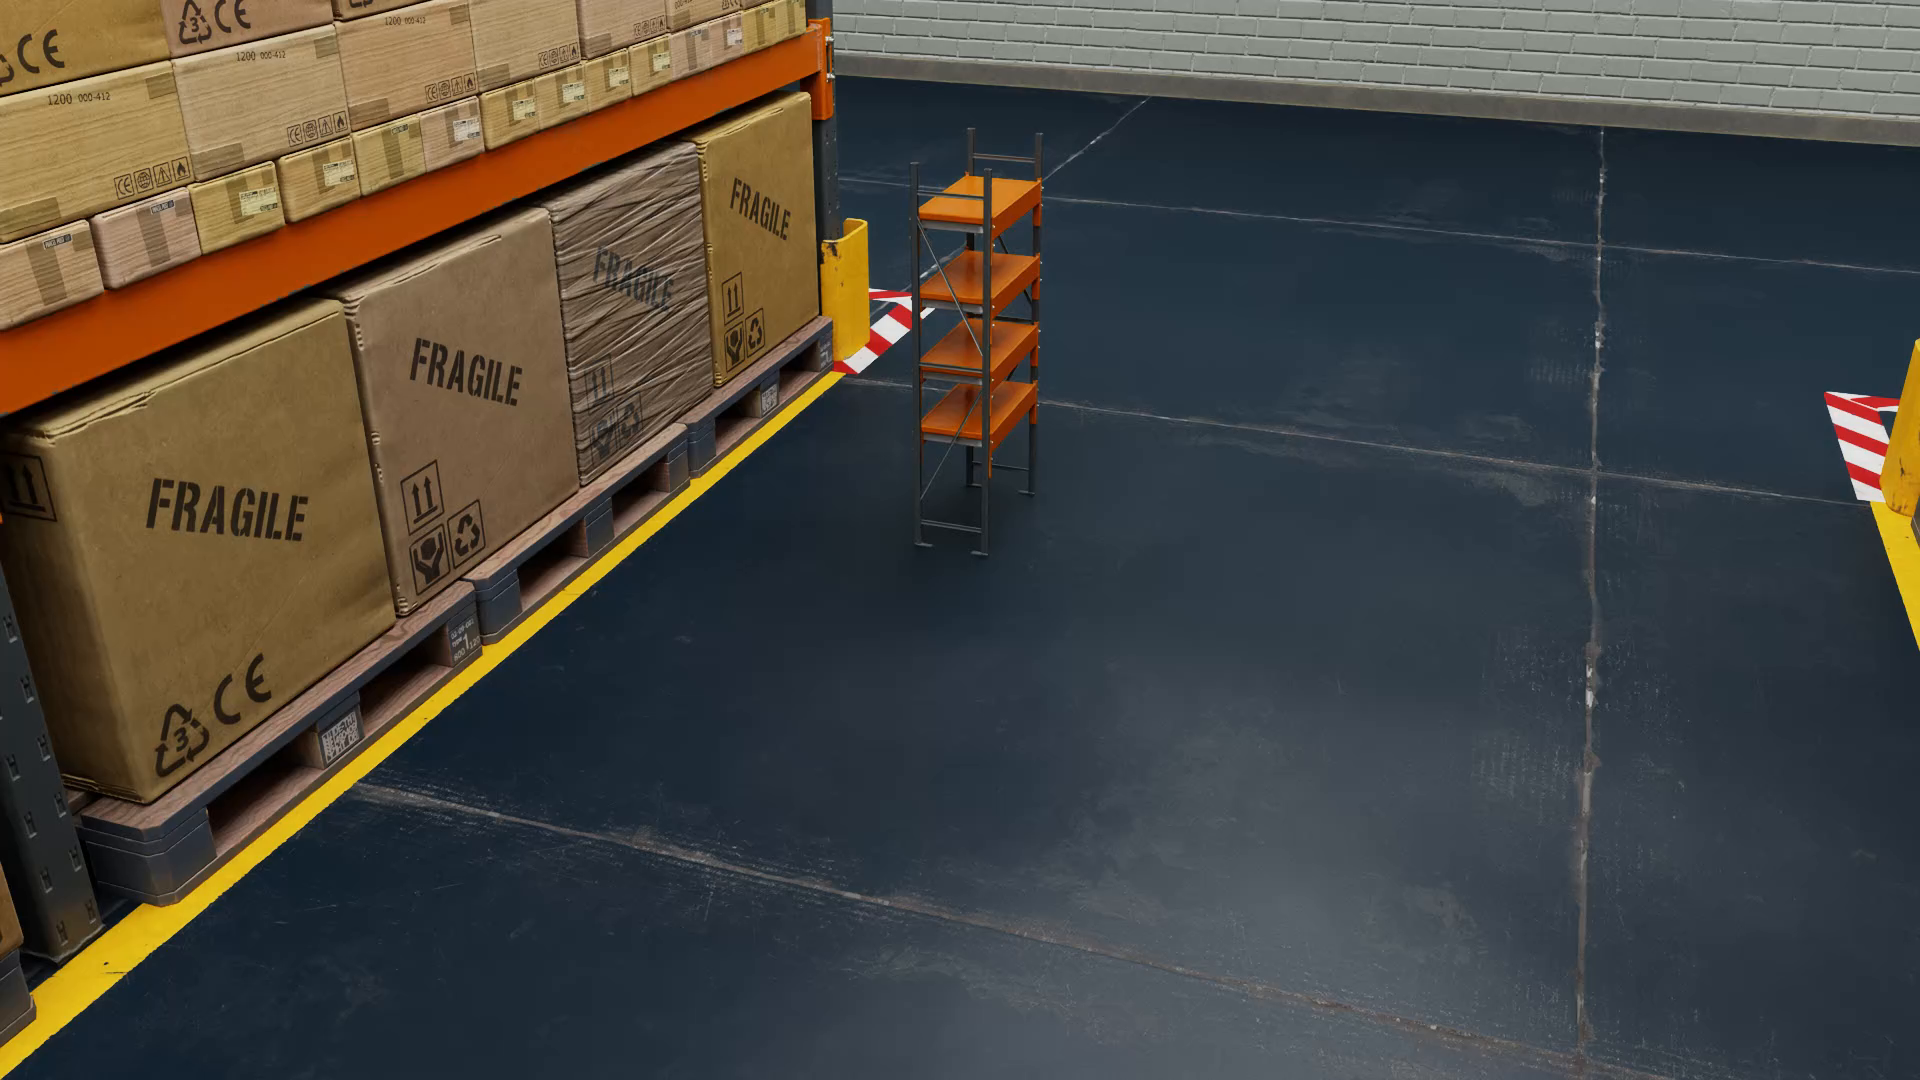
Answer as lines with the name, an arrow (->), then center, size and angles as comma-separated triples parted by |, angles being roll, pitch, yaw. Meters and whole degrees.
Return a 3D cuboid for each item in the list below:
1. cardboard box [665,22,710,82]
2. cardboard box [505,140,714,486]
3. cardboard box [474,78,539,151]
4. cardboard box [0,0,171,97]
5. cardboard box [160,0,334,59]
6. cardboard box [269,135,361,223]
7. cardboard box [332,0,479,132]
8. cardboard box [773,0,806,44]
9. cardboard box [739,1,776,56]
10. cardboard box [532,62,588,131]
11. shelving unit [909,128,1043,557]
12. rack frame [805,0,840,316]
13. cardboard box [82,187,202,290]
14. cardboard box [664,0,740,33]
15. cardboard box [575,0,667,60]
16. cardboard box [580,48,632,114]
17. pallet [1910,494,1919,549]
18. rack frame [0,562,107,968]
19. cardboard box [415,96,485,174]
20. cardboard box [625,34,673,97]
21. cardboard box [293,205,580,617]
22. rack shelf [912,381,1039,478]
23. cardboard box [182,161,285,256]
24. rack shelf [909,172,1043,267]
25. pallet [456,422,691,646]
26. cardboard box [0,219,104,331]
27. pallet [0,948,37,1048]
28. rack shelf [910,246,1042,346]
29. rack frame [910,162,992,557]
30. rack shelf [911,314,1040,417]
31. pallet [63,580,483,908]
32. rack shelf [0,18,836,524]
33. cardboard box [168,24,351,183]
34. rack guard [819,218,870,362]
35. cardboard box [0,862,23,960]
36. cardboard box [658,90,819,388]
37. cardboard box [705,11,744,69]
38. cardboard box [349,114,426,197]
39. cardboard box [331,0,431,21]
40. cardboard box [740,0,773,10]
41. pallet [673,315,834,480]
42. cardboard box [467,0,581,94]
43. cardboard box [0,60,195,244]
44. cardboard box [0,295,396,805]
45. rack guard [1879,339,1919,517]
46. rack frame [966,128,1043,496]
cardboard box -> -1.037, -1.590, 5.381 | 0.380, 0.149, 0.250 | 9, 27, 18
cardboard box -> -1.416, -0.795, 5.405 | 0.875, 0.875, 0.875 | 9, 27, 17
cardboard box -> -1.377, -1.168, 4.508 | 0.380, 0.149, 0.250 | 8, 27, 16
cardboard box -> -1.906, -1.130, 3.113 | 0.500, 0.500, 0.500 | 9, 27, 17
cardboard box -> -1.735, -1.332, 3.528 | 0.500, 0.500, 0.500 | 9, 27, 17
cardboard box -> -1.634, -0.851, 3.855 | 0.380, 0.149, 0.250 | 8, 27, 16
cardboard box -> -1.566, -1.205, 4.128 | 0.500, 0.250, 0.500 | 9, 27, 19
cardboard box -> -0.783, -1.903, 6.027 | 0.380, 0.149, 0.250 | 9, 27, 18
cardboard box -> -0.868, -1.796, 5.806 | 0.380, 0.149, 0.250 | 9, 27, 18
cardboard box -> -1.292, -1.275, 4.730 | 0.380, 0.149, 0.250 | 9, 27, 18
shelving unit -> 0.055, -0.608, 5.129 | 0.258, 1.200, 0.503 | 9, 27, 17
rack frame -> -0.975, -2.210, 6.373 | 1.000, 3.000, 0.127 | 9, 27, 17
cardboard box -> -1.807, -0.635, 3.407 | 0.380, 0.149, 0.250 | 8, 27, 16
cardboard box -> -1.056, -1.831, 5.420 | 0.500, 0.250, 0.500 | 8, 27, 17
cardboard box -> -1.225, -1.622, 4.988 | 0.500, 0.250, 0.500 | 8, 27, 16
cardboard box -> -1.208, -1.377, 4.939 | 0.380, 0.149, 0.250 | 9, 27, 18
pallet -> 3.339, 0.165, 4.666 | 1.003, 0.211, 1.213 | 9, 27, 17
rack frame -> -2.307, -0.567, 2.978 | 1.000, 3.000, 0.127 | 9, 27, 17
cardboard box -> -1.464, -1.060, 4.285 | 0.380, 0.149, 0.250 | 9, 27, 18
cardboard box -> -1.122, -1.483, 5.160 | 0.380, 0.149, 0.250 | 8, 27, 16
cardboard box -> -1.712, -0.429, 4.650 | 0.875, 0.875, 0.875 | 9, 27, 17
rack shelf -> 0.055, -0.369, 5.245 | 0.258, 0.148, 0.480 | 9, 27, 17
cardboard box -> -1.720, -0.743, 3.631 | 0.380, 0.149, 0.250 | 10, 27, 19
rack shelf -> 0.055, -0.962, 4.958 | 0.258, 0.148, 0.480 | 9, 27, 17
pallet -> -1.575, -0.116, 5.247 | 1.003, 0.211, 1.213 | 9, 27, 17
cardboard box -> -1.894, -0.527, 3.184 | 0.380, 0.149, 0.250 | 9, 27, 18
pallet -> -2.492, 1.016, 2.908 | 1.003, 0.211, 1.213 | 9, 27, 17
rack shelf -> 0.055, -0.749, 5.061 | 0.258, 0.148, 0.480 | 9, 27, 17
rack frame -> -0.026, -0.508, 4.922 | 0.240, 1.200, 0.015 | 9, 27, 17
rack shelf -> 0.055, -0.548, 5.158 | 0.258, 0.148, 0.480 | 9, 27, 17
pallet -> -1.980, 0.387, 4.208 | 1.003, 0.211, 1.213 | 9, 27, 17
rack shelf -> -1.641, -1.065, 4.832 | 1.077, 0.370, 4.000 | 9, 27, 17
cardboard box -> -1.733, -0.992, 3.687 | 0.500, 0.250, 0.500 | 9, 27, 17
rack guard -> -0.967, -1.095, 6.938 | 1.175, 0.500, 0.348 | 9, 27, 17
cardboard box -> -2.501, 0.467, 2.800 | 1.225, 0.875, 0.875 | 9, 27, 18
cardboard box -> -1.113, -1.169, 6.178 | 0.875, 0.875, 0.875 | 9, 27, 17
cardboard box -> -0.953, -1.693, 5.592 | 0.380, 0.149, 0.250 | 9, 27, 18
cardboard box -> -1.549, -0.957, 4.072 | 0.380, 0.149, 0.250 | 8, 27, 17
cardboard box -> -1.566, -1.546, 3.971 | 0.500, 0.500, 0.500 | 8, 27, 16
cardboard box -> -0.886, -2.039, 5.850 | 0.500, 0.250, 0.500 | 8, 27, 17
pallet -> -1.168, -0.615, 6.279 | 1.003, 0.211, 1.213 | 9, 27, 17
cardboard box -> -1.394, -1.407, 4.545 | 0.500, 0.250, 0.500 | 9, 27, 18
cardboard box -> -1.903, -0.788, 3.266 | 0.500, 0.250, 0.500 | 8, 27, 16
cardboard box -> -2.011, -0.059, 3.886 | 0.875, 0.875, 0.875 | 9, 27, 17
rack guard -> 3.643, -0.293, 5.282 | 1.175, 0.500, 0.348 | 9, 27, 17
rack frame -> 0.136, -0.708, 5.336 | 0.240, 1.200, 0.015 | 9, 27, 17
